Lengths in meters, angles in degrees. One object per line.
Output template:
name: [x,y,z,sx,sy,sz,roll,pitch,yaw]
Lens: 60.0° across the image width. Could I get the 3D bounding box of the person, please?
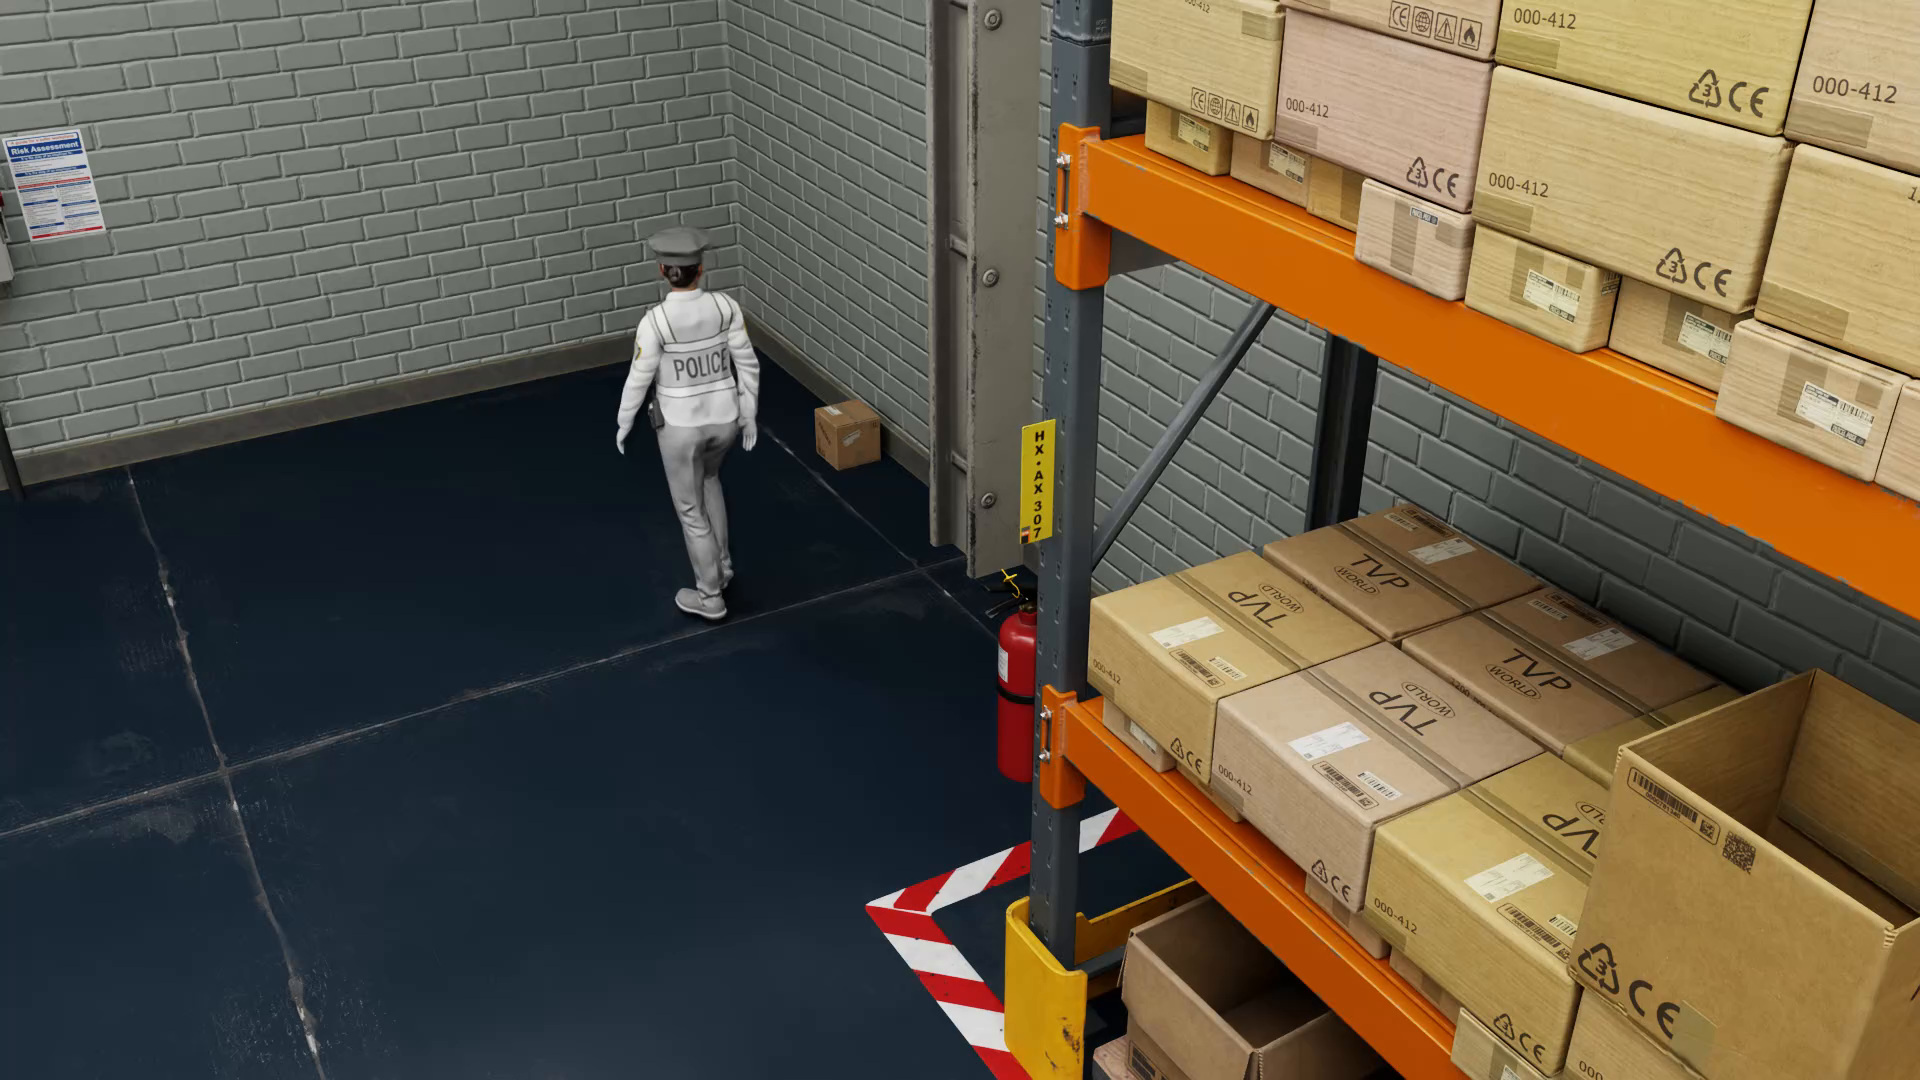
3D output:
person: [-1.116,-0.458,6.941,0.535,1.702,0.471,-22,36,-33]
